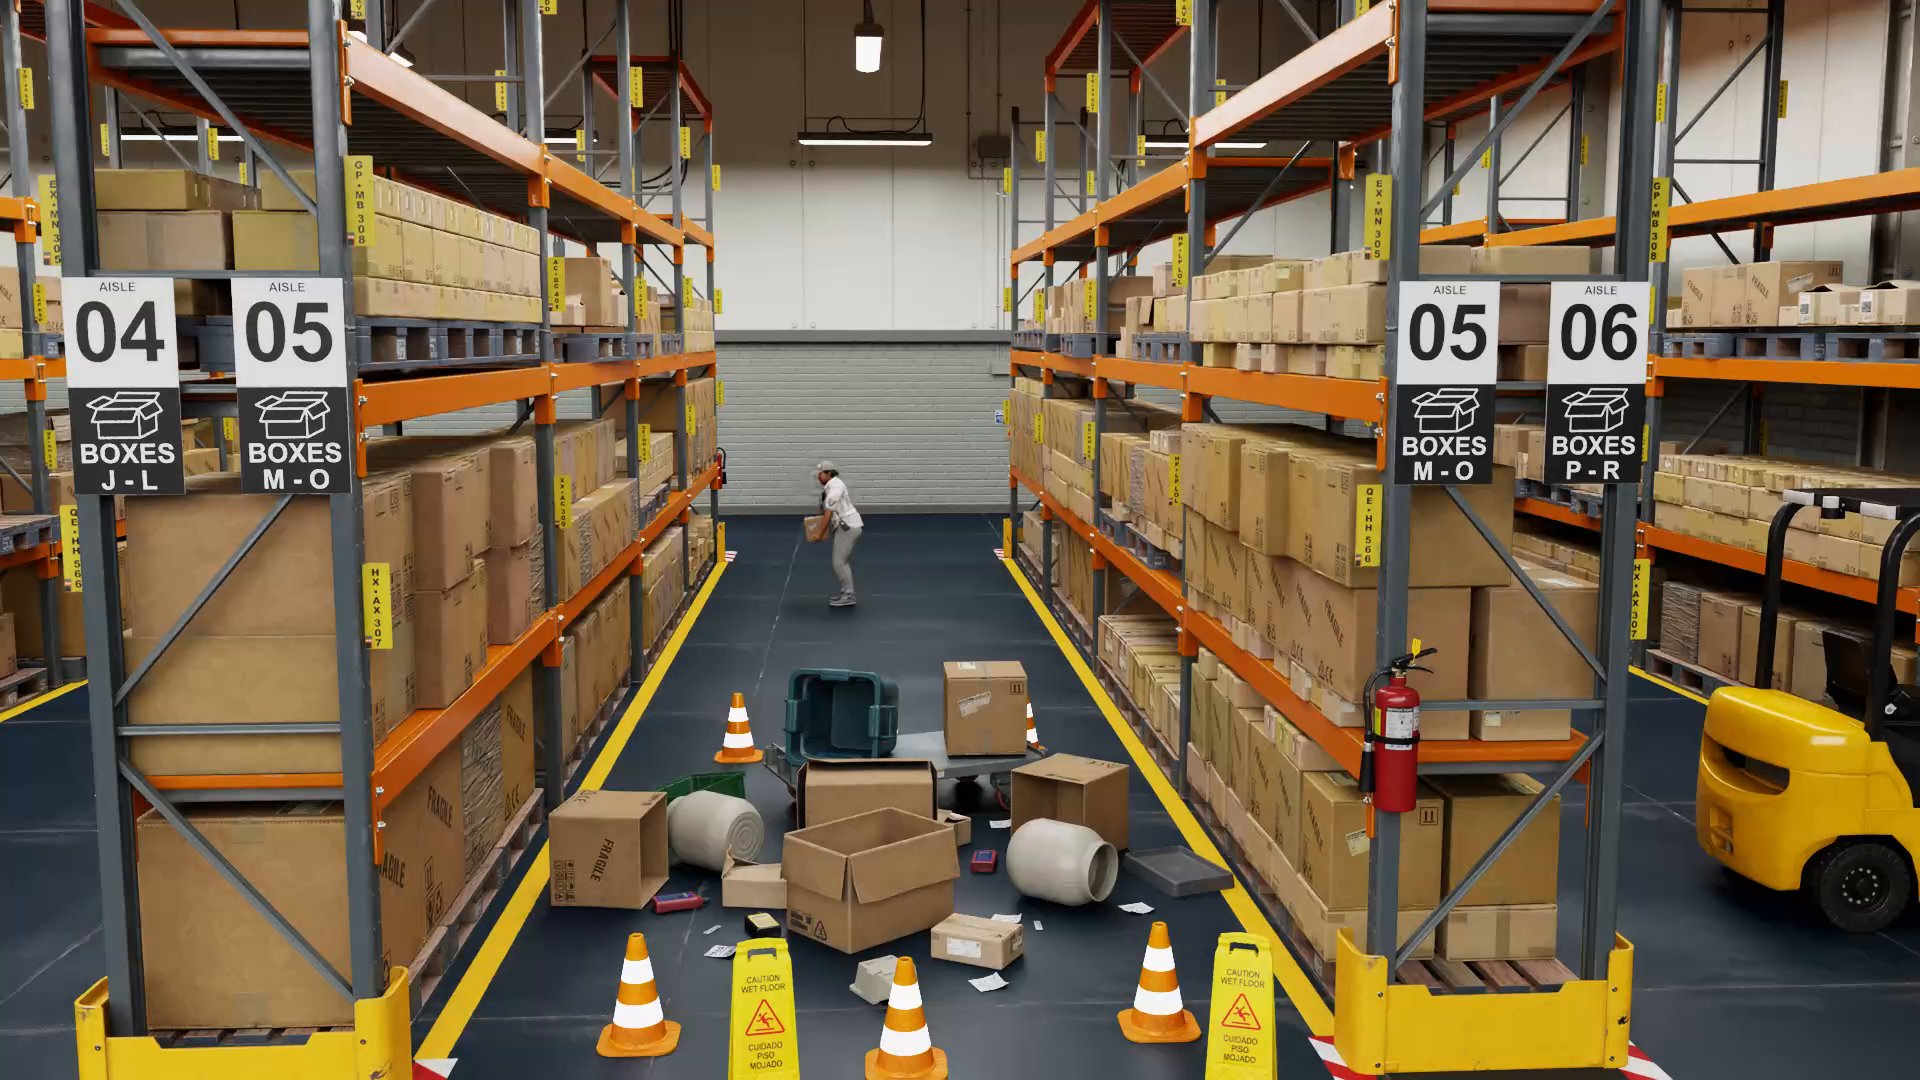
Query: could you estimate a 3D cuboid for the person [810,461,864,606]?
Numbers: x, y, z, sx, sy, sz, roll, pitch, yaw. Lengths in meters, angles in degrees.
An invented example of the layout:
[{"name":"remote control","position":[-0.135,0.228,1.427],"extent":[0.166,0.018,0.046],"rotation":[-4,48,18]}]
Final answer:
[{"name":"person","position":[-1.377,-0.081,18.621],"extent":[0.593,1.623,0.452],"rotation":[-1,7,-5]}]
